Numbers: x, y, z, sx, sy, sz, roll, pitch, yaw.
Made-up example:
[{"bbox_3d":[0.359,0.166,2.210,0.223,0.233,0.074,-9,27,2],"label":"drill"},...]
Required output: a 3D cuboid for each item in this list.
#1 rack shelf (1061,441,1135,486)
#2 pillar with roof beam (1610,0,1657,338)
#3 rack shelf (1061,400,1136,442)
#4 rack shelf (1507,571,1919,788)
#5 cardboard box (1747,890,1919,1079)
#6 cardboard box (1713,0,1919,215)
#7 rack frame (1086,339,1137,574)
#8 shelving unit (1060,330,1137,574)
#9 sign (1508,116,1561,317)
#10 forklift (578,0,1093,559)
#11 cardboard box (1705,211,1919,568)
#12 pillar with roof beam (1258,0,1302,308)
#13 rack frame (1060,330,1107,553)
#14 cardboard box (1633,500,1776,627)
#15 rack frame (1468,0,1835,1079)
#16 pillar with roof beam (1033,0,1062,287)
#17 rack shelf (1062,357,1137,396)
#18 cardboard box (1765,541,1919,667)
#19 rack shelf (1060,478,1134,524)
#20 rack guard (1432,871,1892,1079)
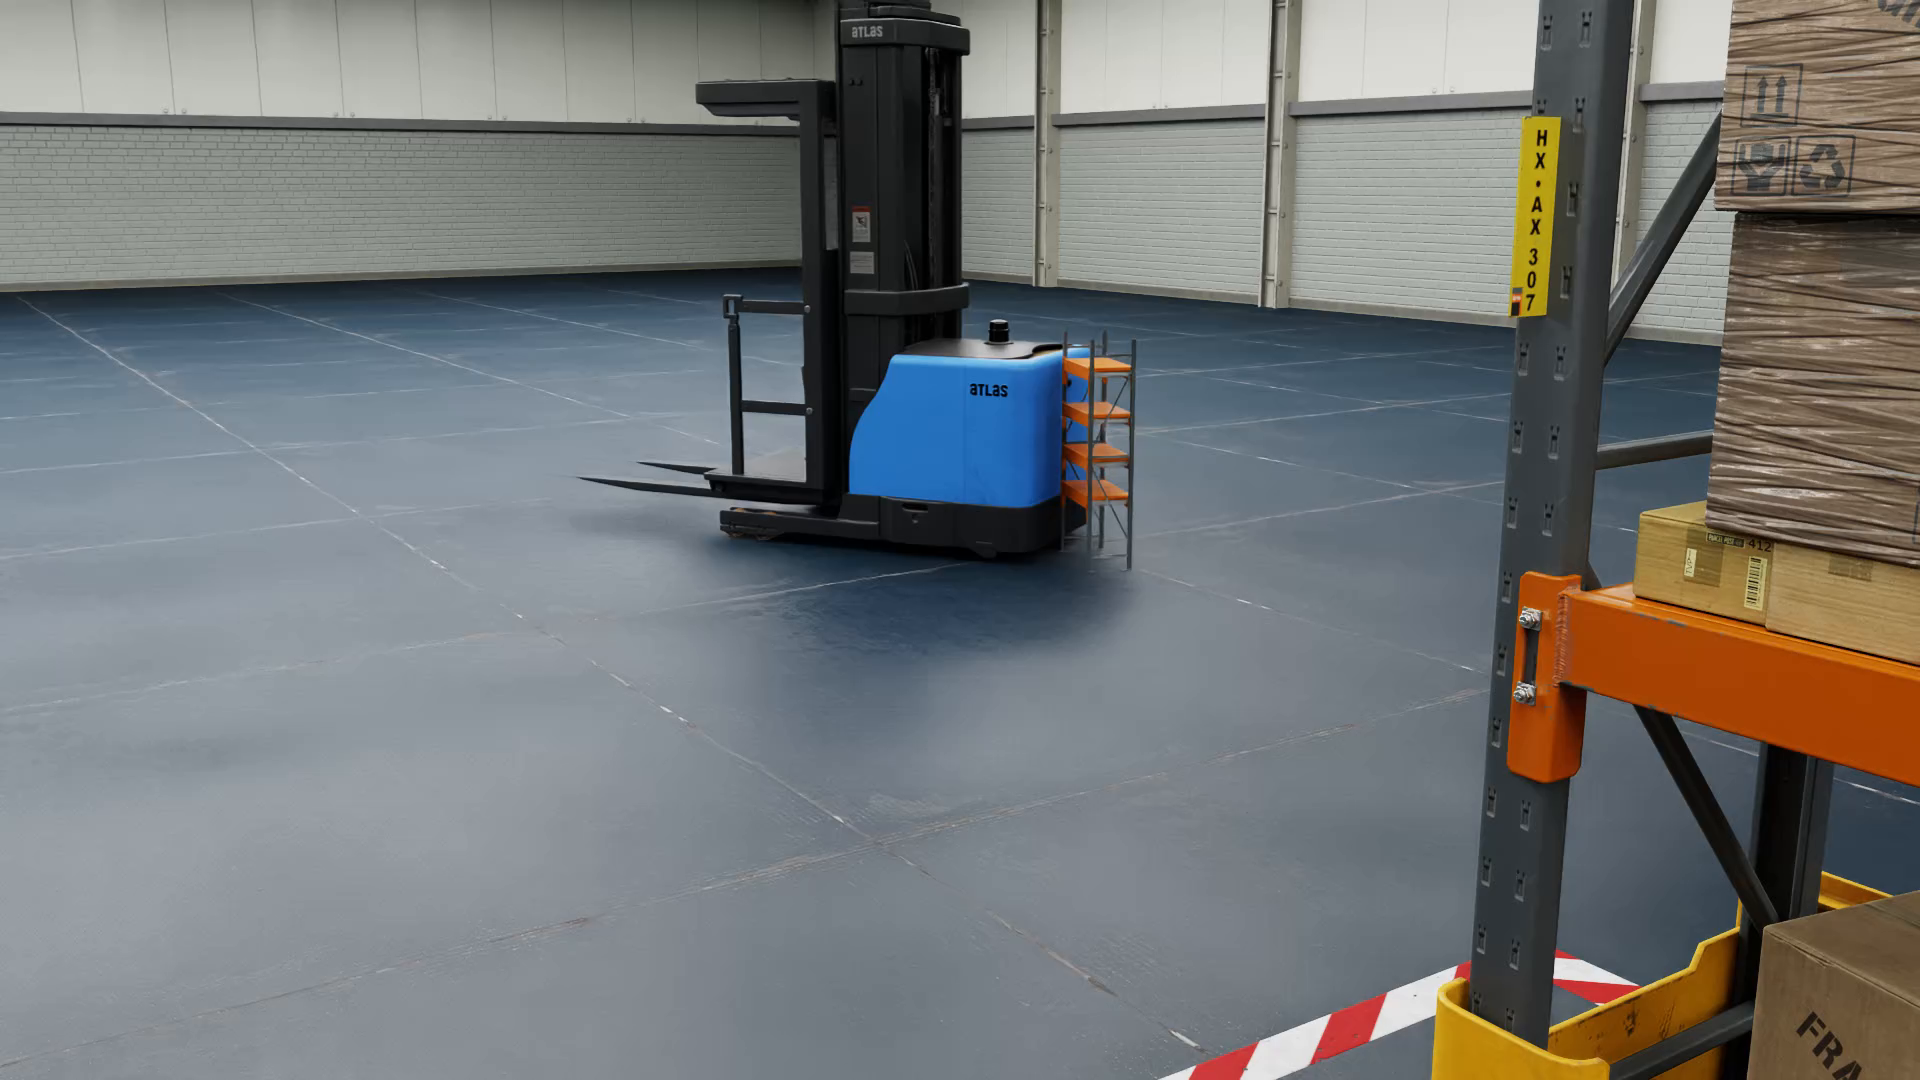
[{"bbox_3d":[0.717,-0.405,8.720,0.258,0.148,0.480,-3,13,-12],"label":"rack shelf"},{"bbox_3d":[4.656,-6.470,17.883,9.100,9.000,0.400,-8,15,-33],"label":"pillar with roof beam"},{"bbox_3d":[0.717,-0.624,8.673,0.258,0.148,0.480,-3,13,-12],"label":"rack shelf"},{"bbox_3d":[2.518,0.529,1.604,1.077,0.370,4.000,-8,15,-33],"label":"rack shelf"},{"bbox_3d":[1.742,0.951,2.859,0.500,0.500,0.500,-5,13,-22],"label":"cardboard box"},{"bbox_3d":[1.488,-0.730,2.409,0.500,0.500,0.500,-8,15,-33],"label":"cardboard box"},{"bbox_3d":[0.770,-0.420,8.473,0.240,1.200,0.015,-3,13,-12],"label":"rack frame"},{"bbox_3d":[0.717,-0.471,8.706,0.258,1.200,0.503,-3,13,-12],"label":"shelving unit"},{"bbox_3d":[0.958,-0.536,2.767,0.100,0.325,0.005,-8,15,-33],"label":"sign"},{"bbox_3d":[-0.801,-1.523,9.464,3.031,2.935,1.130,6,14,24],"label":"forklift"},{"bbox_3d":[1.692,-0.271,2.649,0.875,0.500,0.500,-8,15,-33],"label":"cardboard box"},{"bbox_3d":[1.332,-7.537,22.763,9.100,9.000,0.400,-8,15,-33],"label":"pillar with roof beam"},{"bbox_3d":[0.664,-0.522,8.939,0.240,1.200,0.015,-3,13,-12],"label":"rack frame"},{"bbox_3d":[1.369,0.024,2.819,0.380,0.149,0.250,-8,15,-33],"label":"cardboard box"},{"bbox_3d":[1.410,-0.178,3.153,1.000,3.000,0.127,-8,15,-33],"label":"rack frame"},{"bbox_3d":[-1.992,-8.604,27.643,9.100,9.000,0.400,-8,15,-33],"label":"pillar with roof beam"},{"bbox_3d":[0.717,-0.855,8.622,0.258,0.148,0.480,-3,13,-12],"label":"rack shelf"},{"bbox_3d":[1.492,0.071,2.606,0.380,0.149,0.250,-8,15,-33],"label":"cardboard box"},{"bbox_3d":[0.717,-0.211,8.763,0.258,0.148,0.480,-3,13,-12],"label":"rack shelf"},{"bbox_3d":[1.452,1.057,3.359,1.175,0.500,0.348,-8,15,-33],"label":"rack guard"}]
